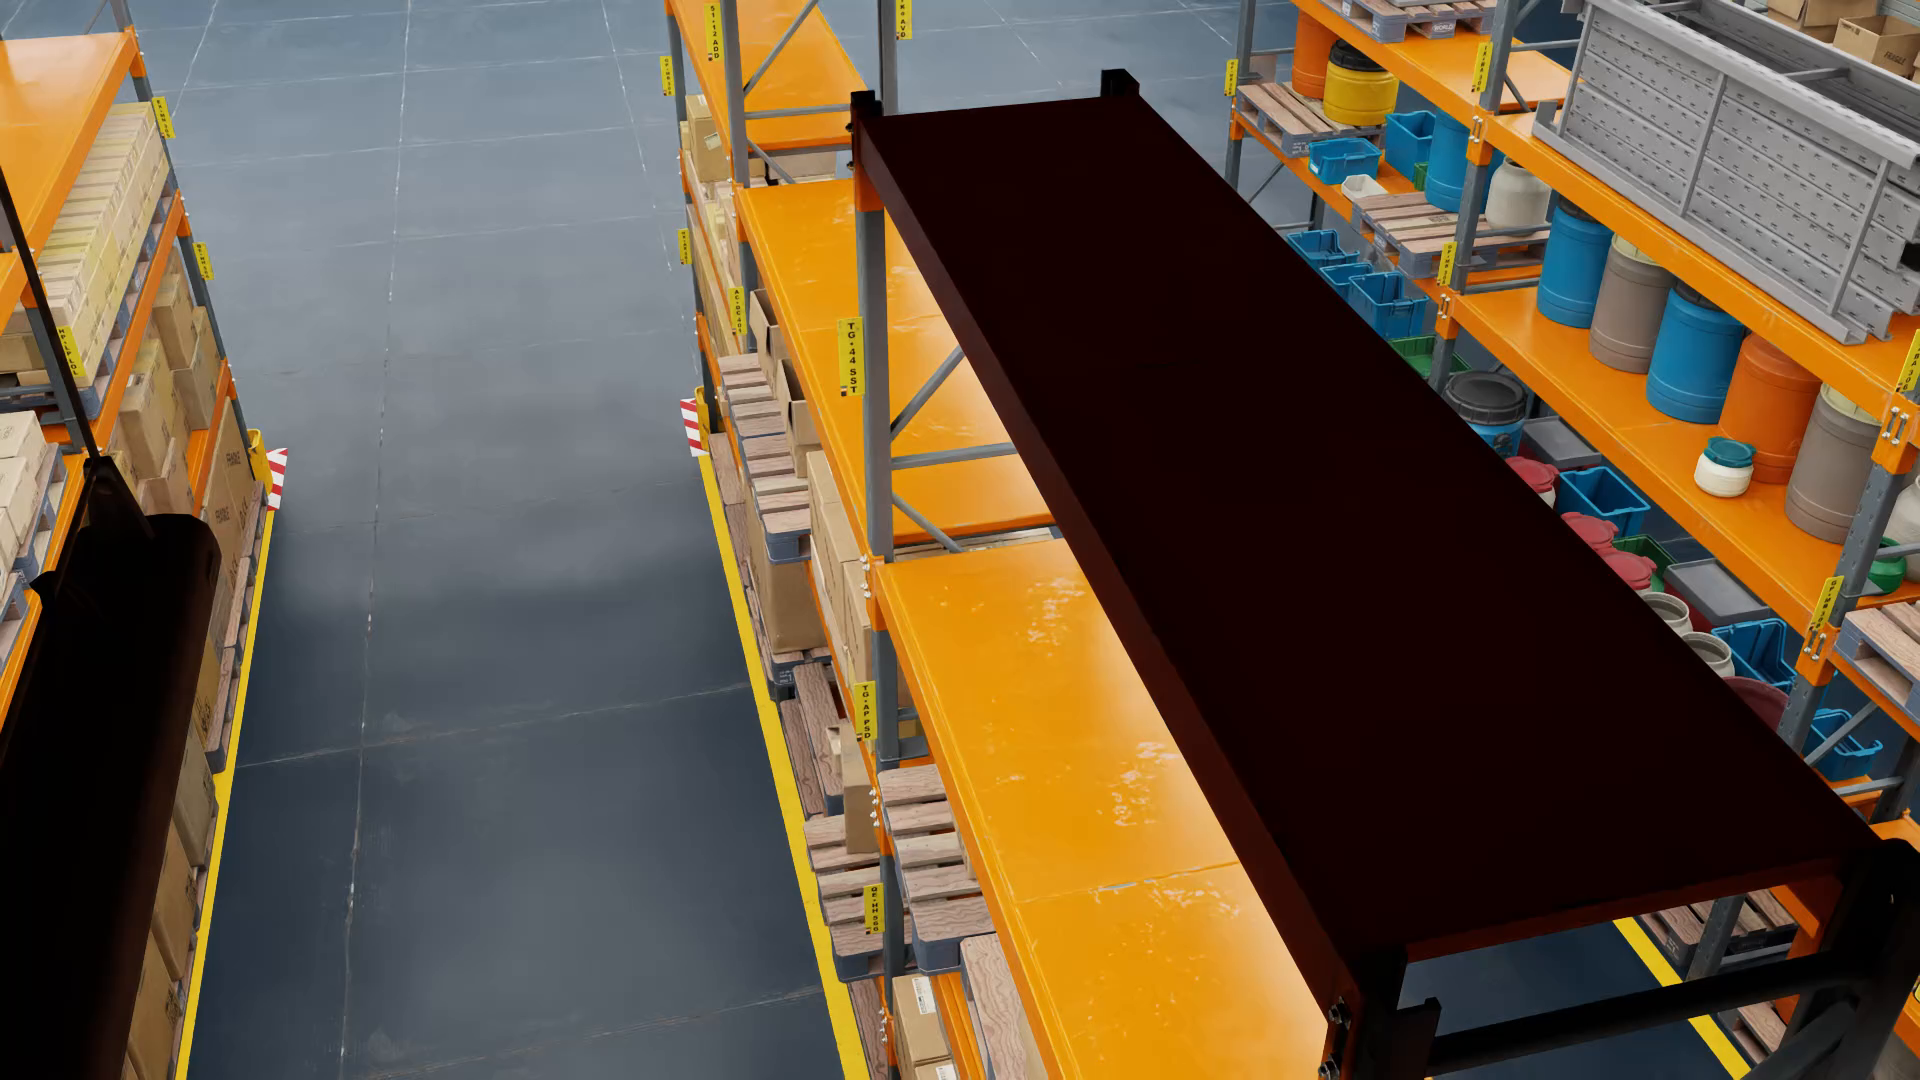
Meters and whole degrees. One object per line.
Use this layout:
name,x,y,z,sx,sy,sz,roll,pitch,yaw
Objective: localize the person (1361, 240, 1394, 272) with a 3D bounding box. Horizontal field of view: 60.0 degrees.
person,4.476,-3.482,17.739,0.609,1.700,0.511,20,39,27
